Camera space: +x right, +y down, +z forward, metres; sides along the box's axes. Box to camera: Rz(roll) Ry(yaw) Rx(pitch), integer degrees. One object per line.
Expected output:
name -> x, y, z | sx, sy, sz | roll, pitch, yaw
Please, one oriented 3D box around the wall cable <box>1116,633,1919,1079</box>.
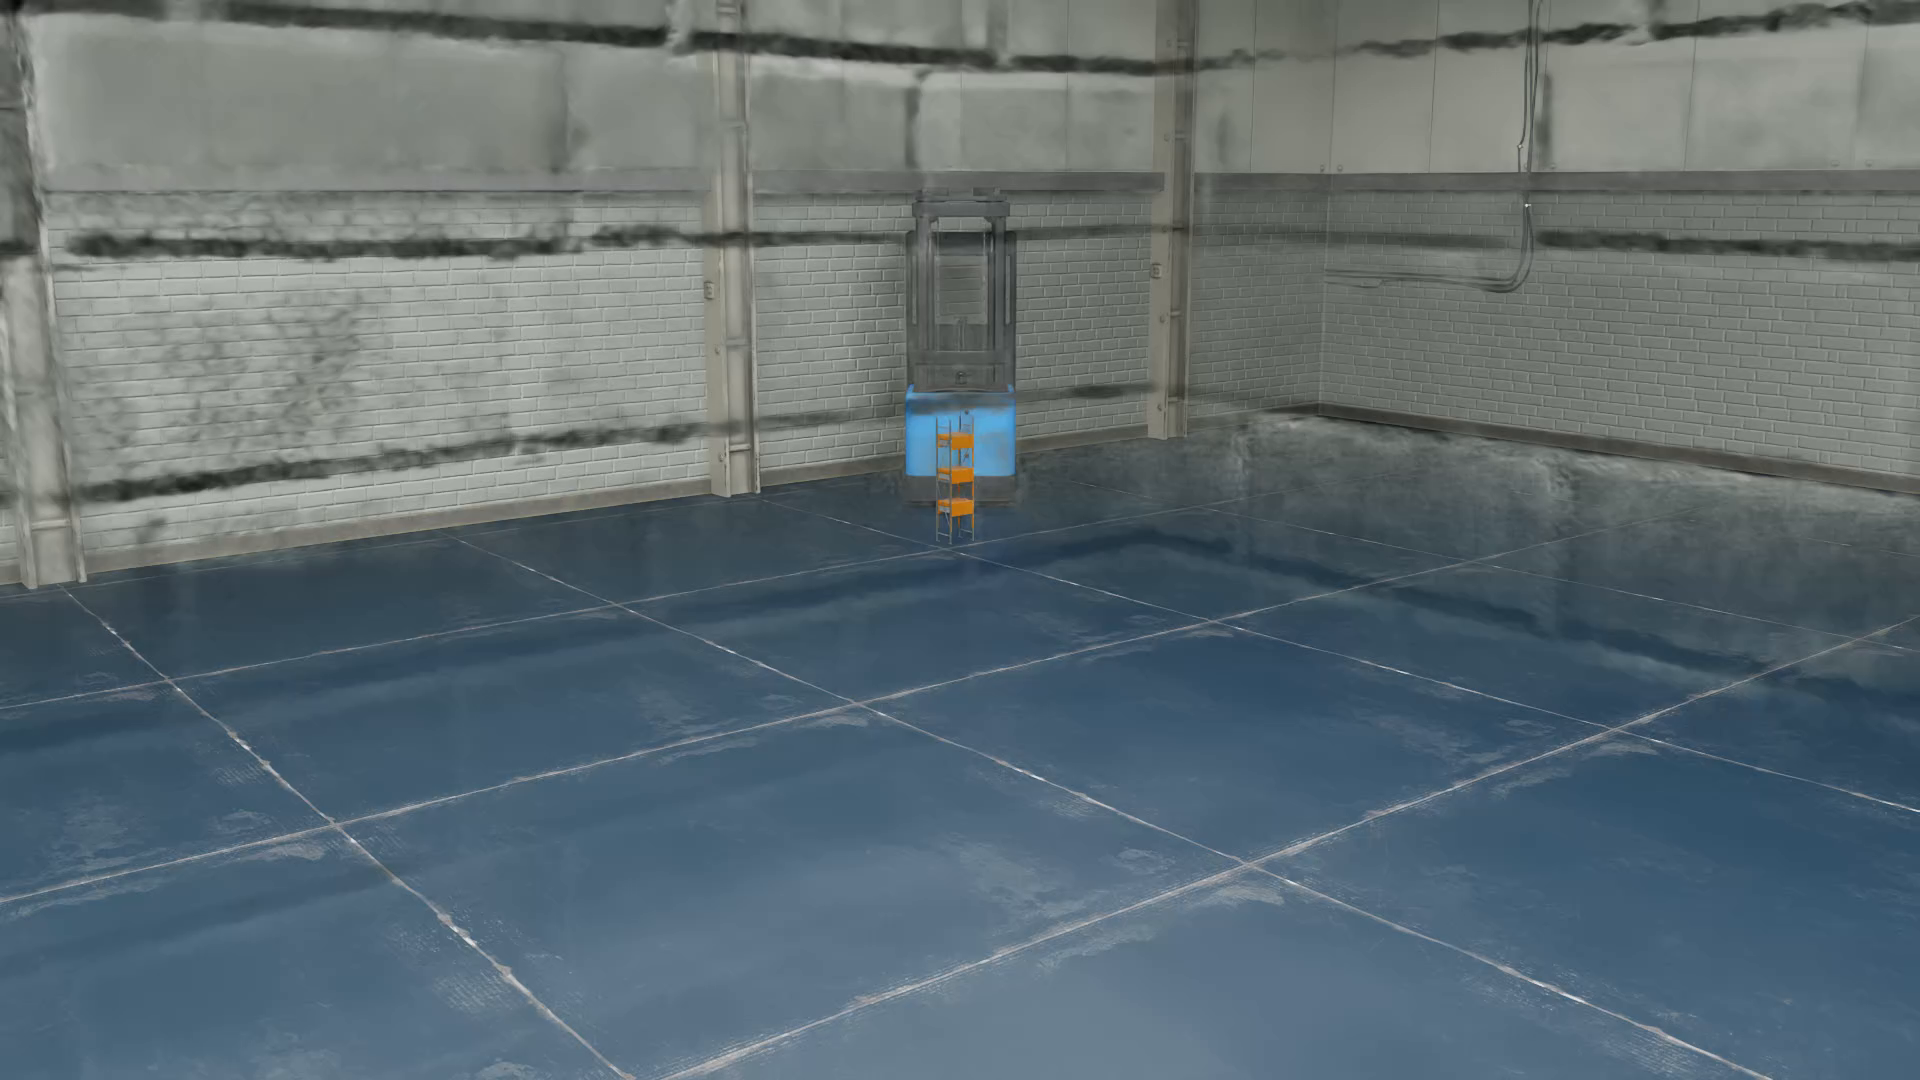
wall cable -> 5.609, -4.293, 20.157 | 0.112, 2.526, 3.097 | -9, 15, -38
